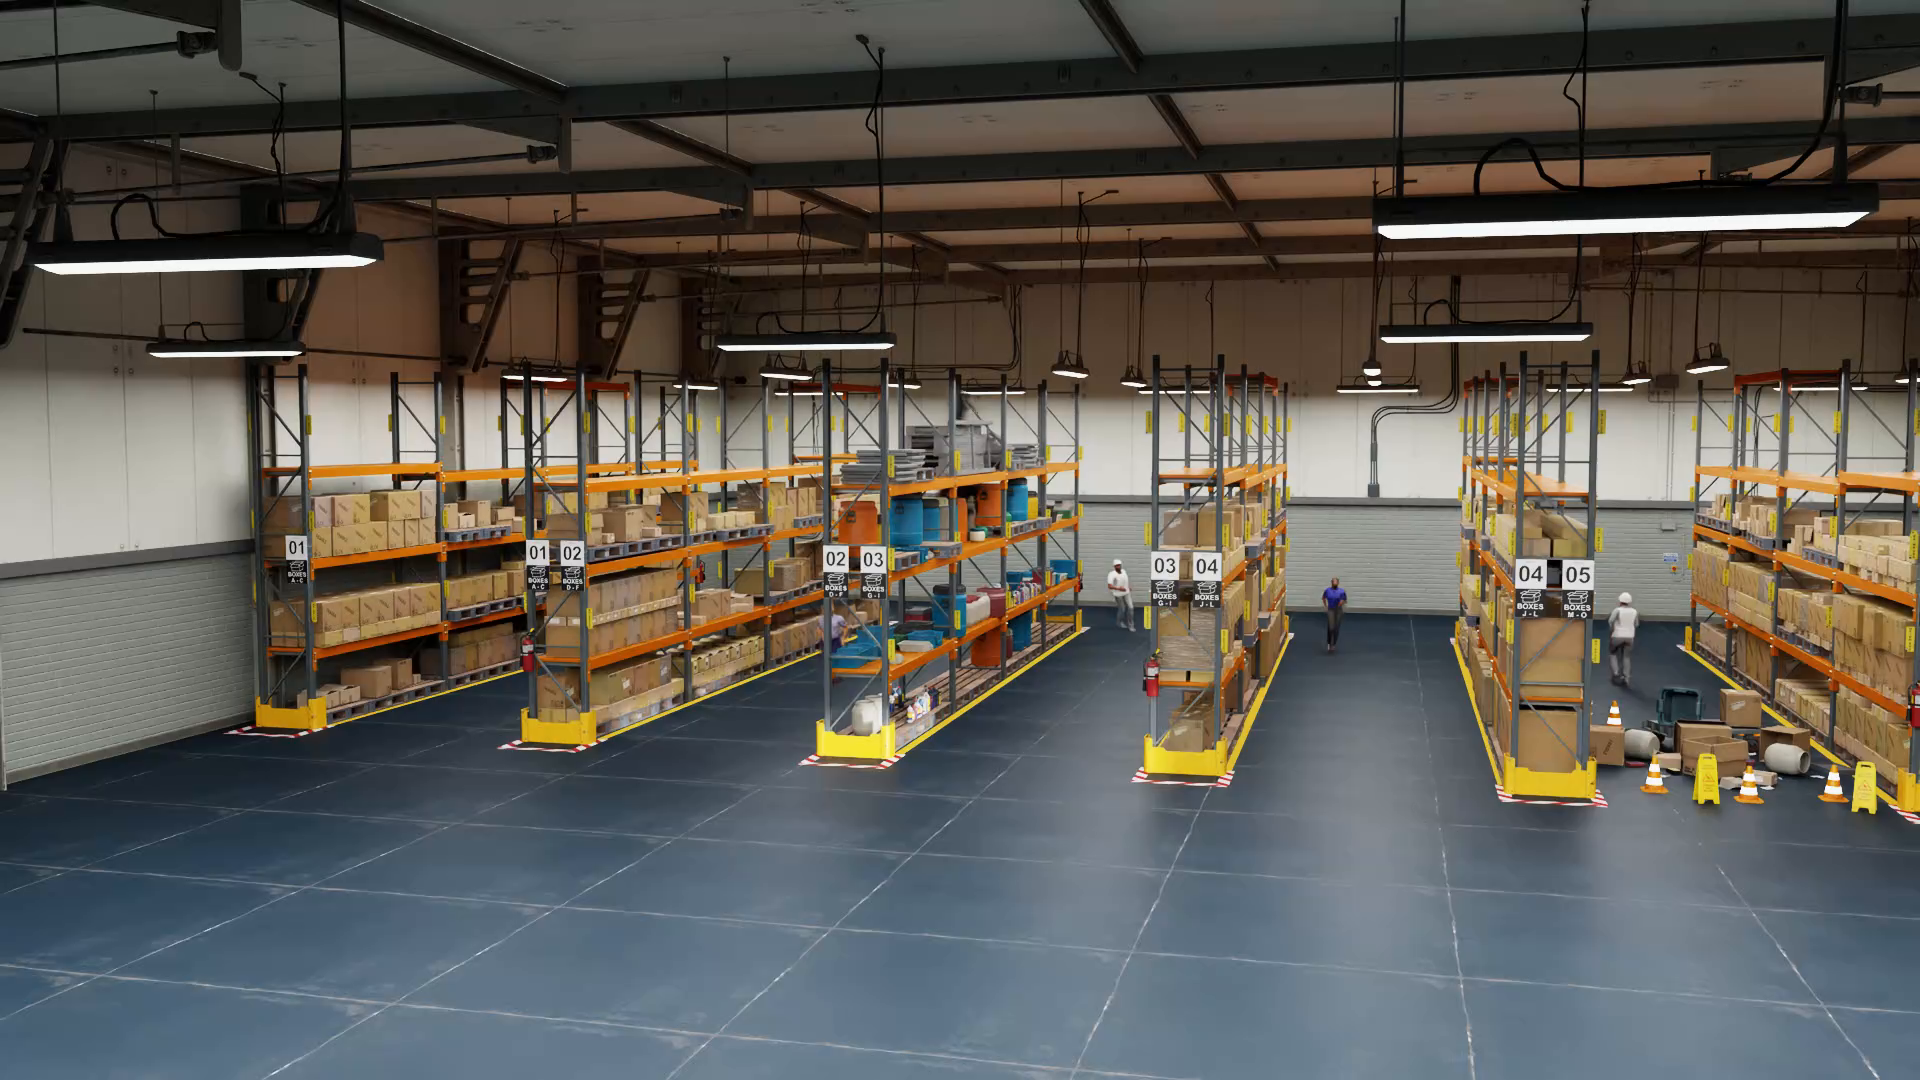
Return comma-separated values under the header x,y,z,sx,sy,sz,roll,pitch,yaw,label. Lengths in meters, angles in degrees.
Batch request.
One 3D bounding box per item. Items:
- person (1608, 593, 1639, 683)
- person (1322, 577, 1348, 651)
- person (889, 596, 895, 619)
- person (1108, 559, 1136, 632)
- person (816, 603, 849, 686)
x,y,z,sx,sy,sz,roll,pitch,yaw,label
12.821,1.909,32.212,0.633,1.797,0.729,0,4,7,person
8.311,1.653,36.864,0.550,1.670,0.668,1,4,11,person
-2.037,1.211,43.106,0.790,1.728,0.610,2,5,30,person
3.887,1.355,40.474,0.683,1.782,0.728,-2,4,-27,person
-2.478,2.002,31.805,0.592,1.609,0.577,1,4,13,person
